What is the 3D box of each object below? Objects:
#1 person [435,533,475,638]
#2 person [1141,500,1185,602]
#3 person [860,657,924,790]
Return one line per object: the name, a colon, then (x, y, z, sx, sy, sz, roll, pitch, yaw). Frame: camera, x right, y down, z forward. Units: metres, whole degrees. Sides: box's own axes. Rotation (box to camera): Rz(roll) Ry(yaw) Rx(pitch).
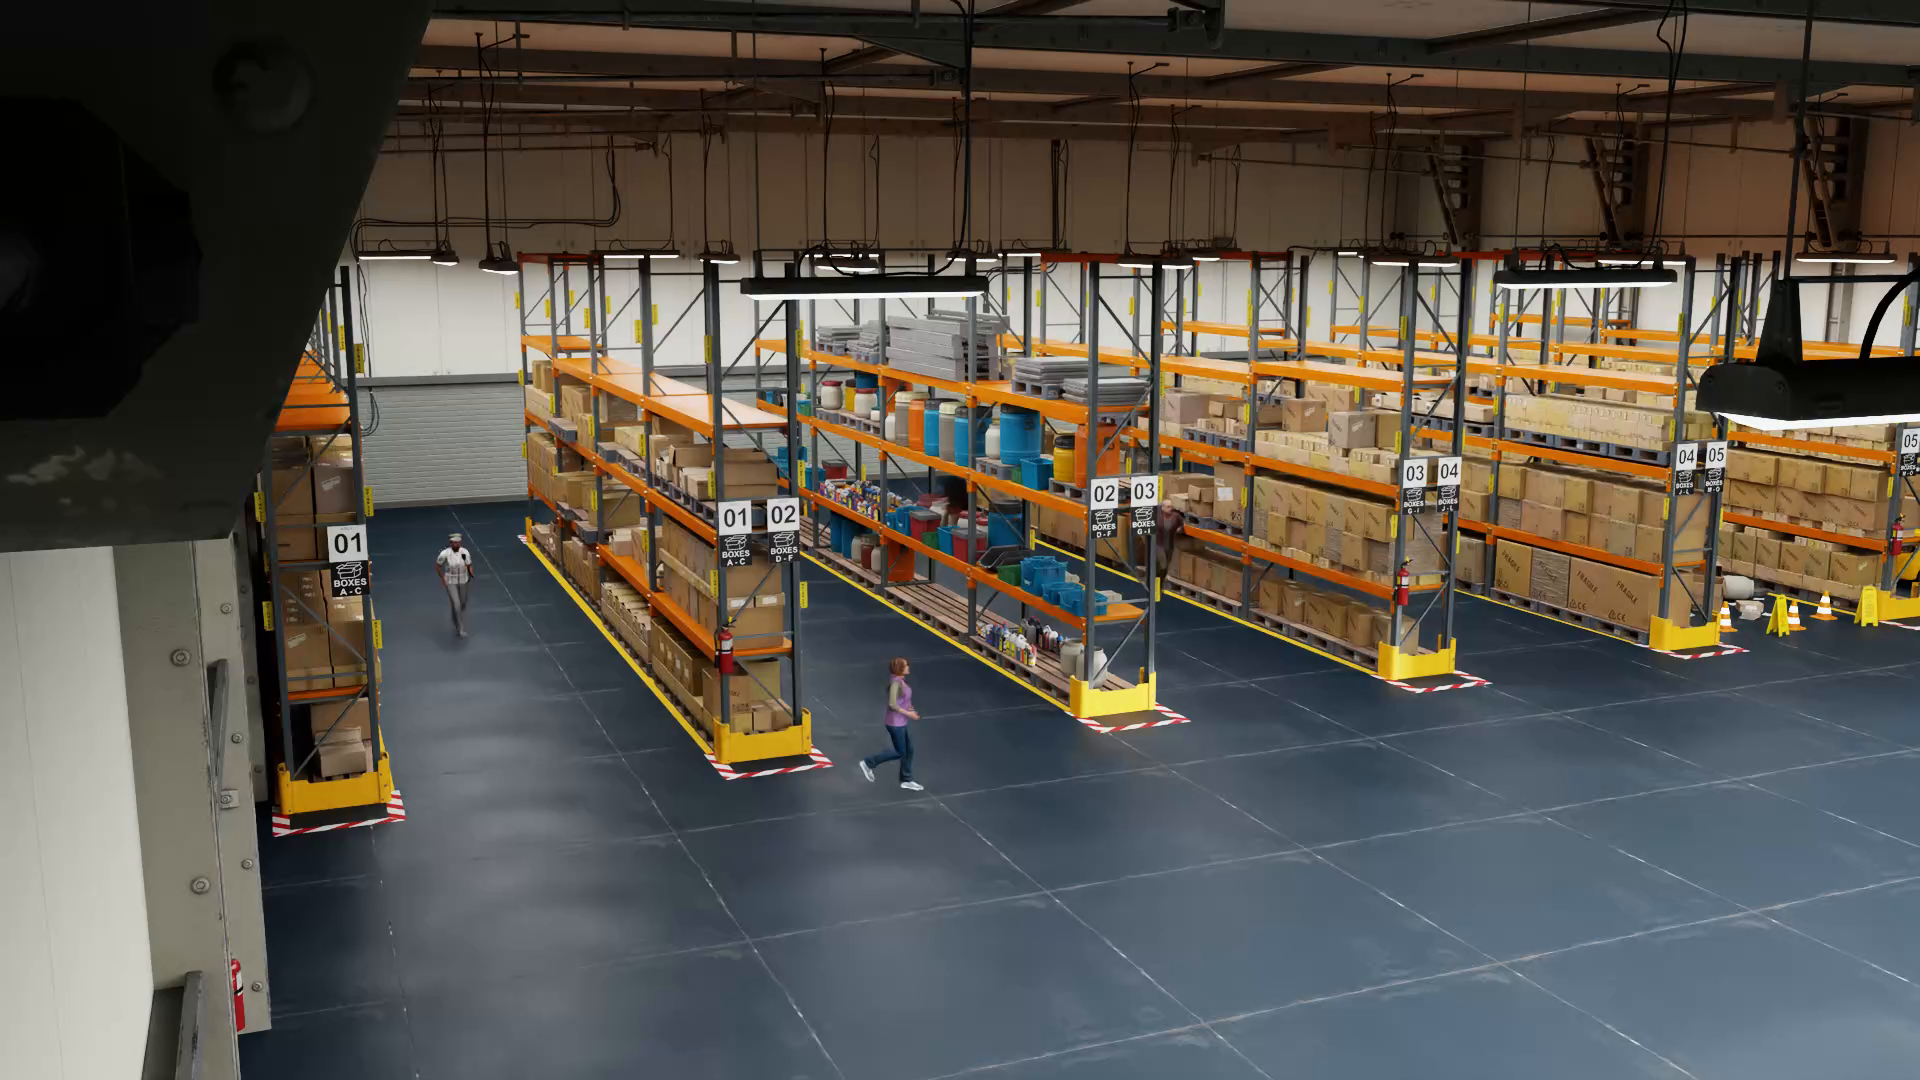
person: (-8.127, 0.682, 26.747, 0.559, 1.678, 0.836, -7, 12, -34)
person: (3.366, 0.169, 27.719, 0.691, 1.747, 0.929, -4, 11, -21)
person: (-0.781, 2.117, 19.183, 0.726, 1.589, 0.545, 1, 10, 3)
